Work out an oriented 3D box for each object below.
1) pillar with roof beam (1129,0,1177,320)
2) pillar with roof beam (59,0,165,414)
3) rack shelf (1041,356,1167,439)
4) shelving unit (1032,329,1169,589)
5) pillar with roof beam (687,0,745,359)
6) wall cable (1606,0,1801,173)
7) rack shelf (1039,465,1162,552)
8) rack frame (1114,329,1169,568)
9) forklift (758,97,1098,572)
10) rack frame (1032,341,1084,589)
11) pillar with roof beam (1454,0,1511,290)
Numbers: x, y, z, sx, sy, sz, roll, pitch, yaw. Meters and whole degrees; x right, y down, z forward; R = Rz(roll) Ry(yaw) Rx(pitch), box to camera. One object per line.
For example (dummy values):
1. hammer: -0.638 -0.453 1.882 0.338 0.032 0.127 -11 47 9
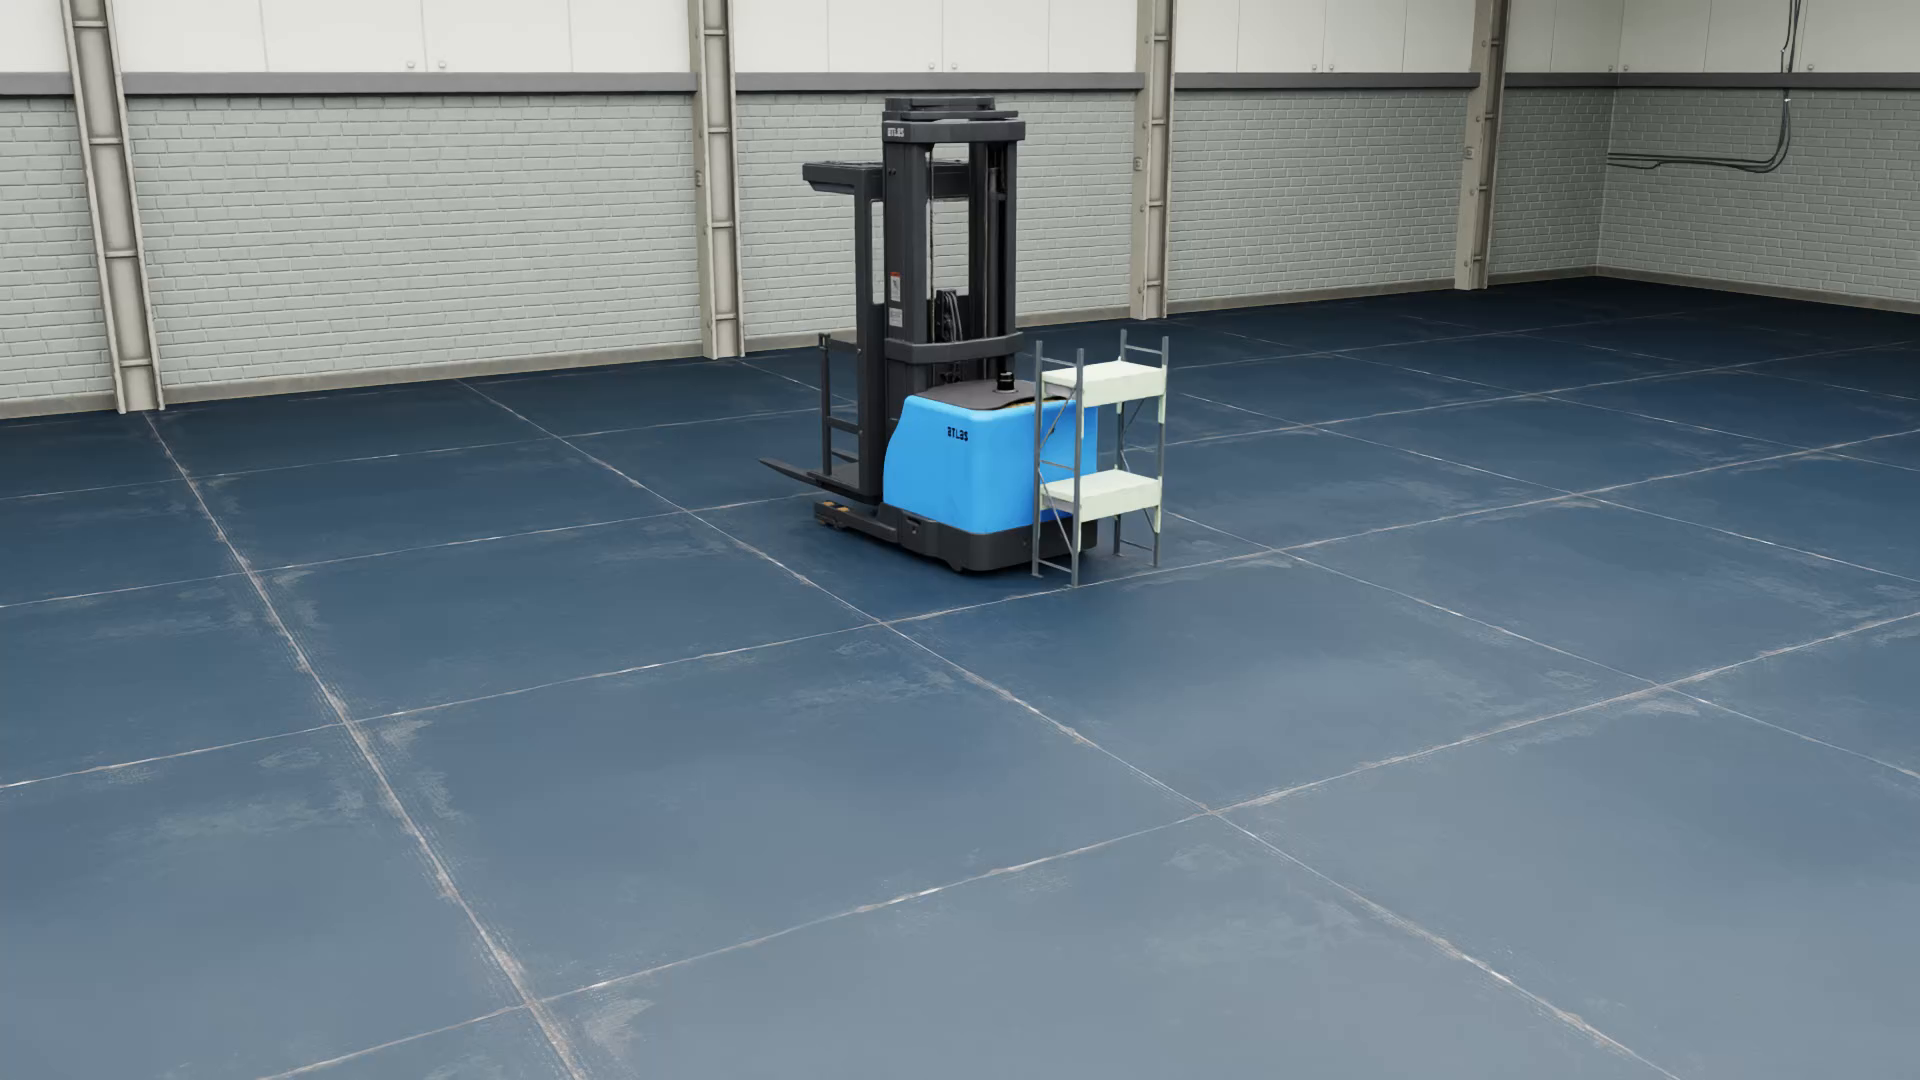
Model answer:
1. pillar with roof beam: 4.680 -6.258 17.062 0.400 9.000 9.100 -9 18 -30
2. pillar with roof beam: -5.606 -4.590 11.112 0.400 9.000 9.100 -9 18 -30
3. rack shelf: 0.882 -0.897 10.376 0.720 0.370 0.431 -13 21 -38
4. shelving unit: 0.880 -0.522 10.484 0.755 1.500 0.431 -13 21 -38
5. pillar with roof beam: -0.463 -5.424 14.087 0.400 9.000 9.100 -9 18 -30
6. wall cable: 10.813 -6.696 24.379 0.112 2.526 3.097 -9 18 -30
7. rack shelf: 0.878 -0.208 10.574 0.720 0.370 0.431 -13 21 -38
8. rack frame: 1.162 -0.585 10.709 0.023 1.500 0.400 -13 21 -38
9. forklift: -0.378 -1.547 11.498 1.130 2.935 3.031 -12 19 -35
10. rack frame: 0.598 -0.459 10.259 0.023 1.500 0.400 -13 21 -38
11. pillar with roof beam: 9.824 -7.092 20.038 0.400 9.000 9.100 -9 18 -30
